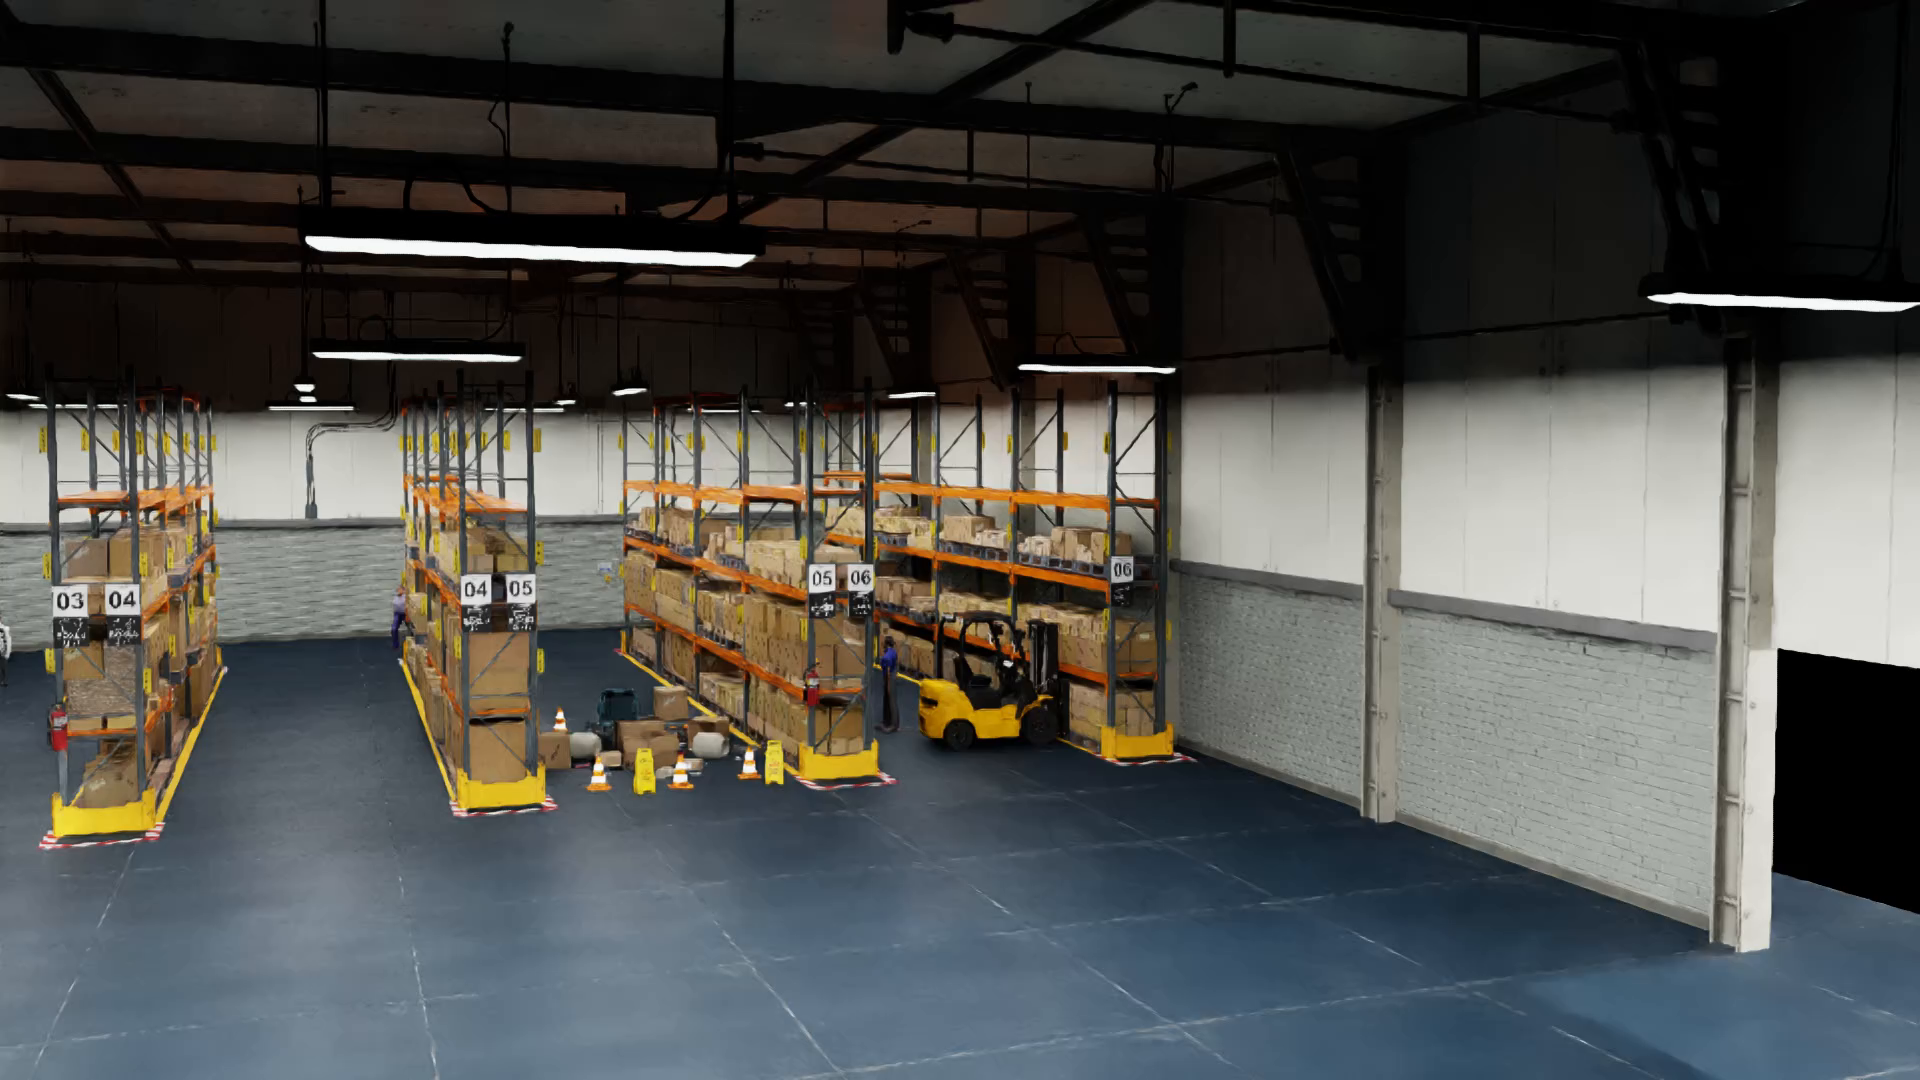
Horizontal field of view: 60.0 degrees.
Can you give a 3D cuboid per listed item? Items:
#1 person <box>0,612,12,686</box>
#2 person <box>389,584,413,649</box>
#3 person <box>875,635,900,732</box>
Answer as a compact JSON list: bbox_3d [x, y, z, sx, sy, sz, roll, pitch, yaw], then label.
[{"bbox_3d":[-19.459,2.222,33.638,0.488,1.590,1.089,-1,4,-23],"label":"person"},{"bbox_3d":[-13.503,1.846,40.417,0.534,1.582,0.935,0,3,0],"label":"person"},{"bbox_3d":[-1.257,2.477,28.858,0.463,1.662,0.498,1,3,9],"label":"person"}]
